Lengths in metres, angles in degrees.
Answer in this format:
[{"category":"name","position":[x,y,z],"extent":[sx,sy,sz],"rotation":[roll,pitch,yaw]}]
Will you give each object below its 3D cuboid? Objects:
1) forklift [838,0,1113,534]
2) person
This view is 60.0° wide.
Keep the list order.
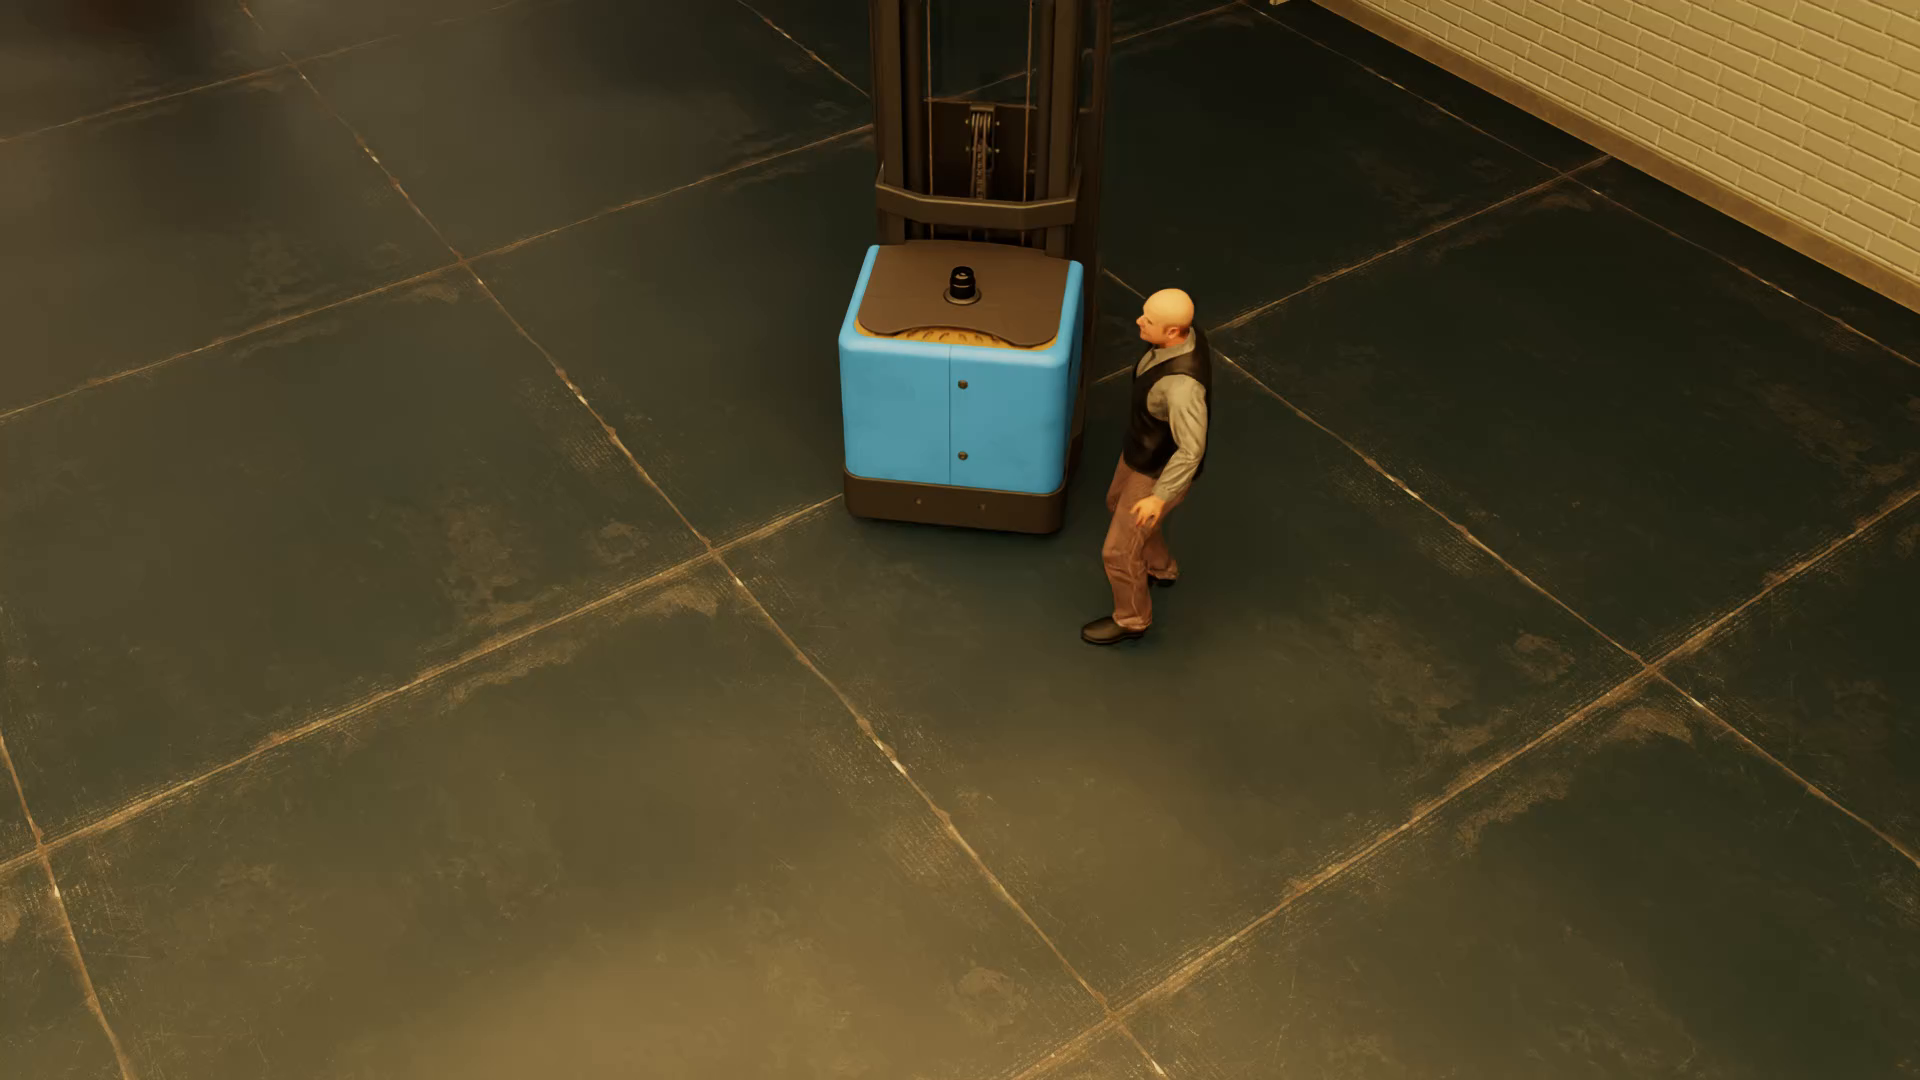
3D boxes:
[{"category":"forklift","position":[0.170,-2.109,8.004],"extent":[1.130,2.935,3.031],"rotation":[6,43,6]},{"category":"person","position":[0.794,-0.354,7.031],"extent":[0.482,1.688,0.814],"rotation":[2,43,2]}]
